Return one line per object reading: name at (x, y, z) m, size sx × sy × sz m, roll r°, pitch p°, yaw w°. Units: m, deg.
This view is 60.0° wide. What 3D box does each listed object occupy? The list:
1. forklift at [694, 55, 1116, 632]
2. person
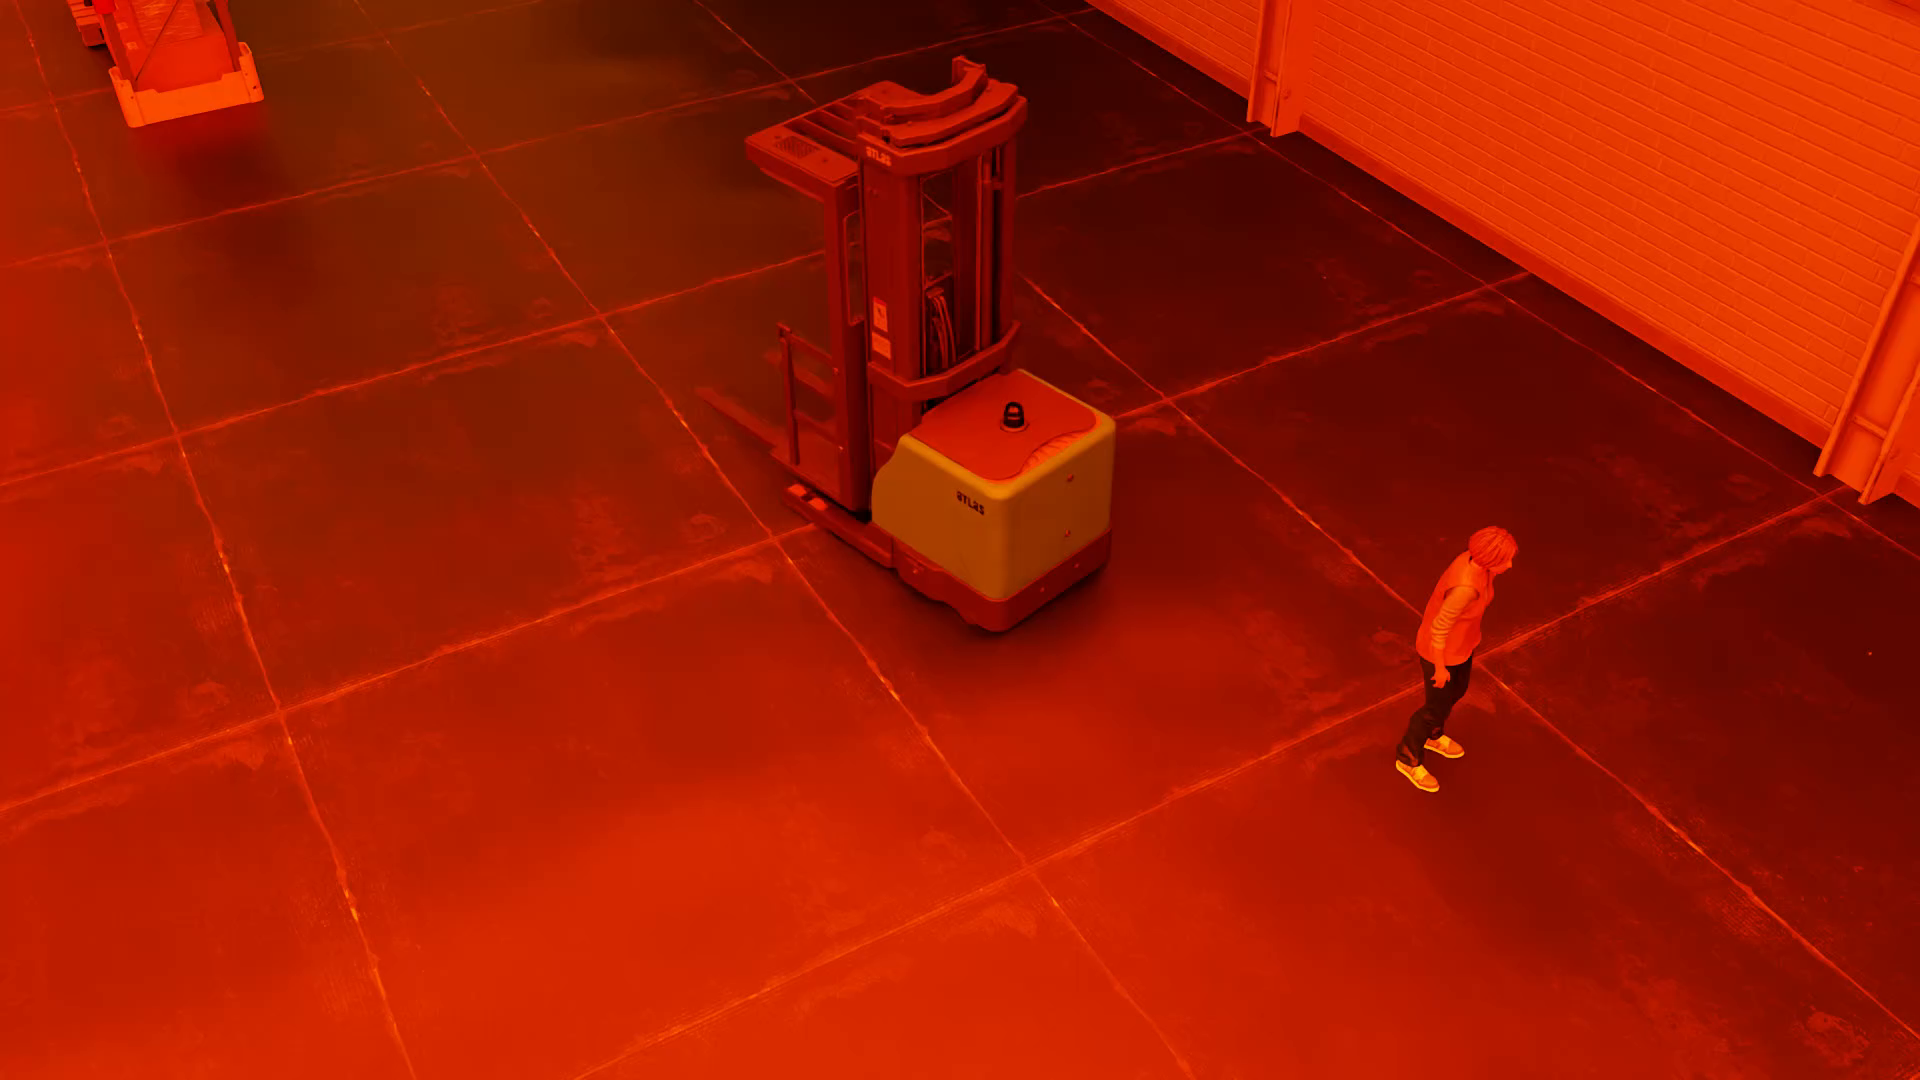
forklift at (-0.488, -1.433, 9.764) m, size 3.031 × 2.935 × 1.130 m, roll 33°, pitch 50°, yaw 33°
person at (2.492, 0.555, 8.419) m, size 0.348 × 1.590 × 0.466 m, roll 25°, pitch 46°, yaw 27°
